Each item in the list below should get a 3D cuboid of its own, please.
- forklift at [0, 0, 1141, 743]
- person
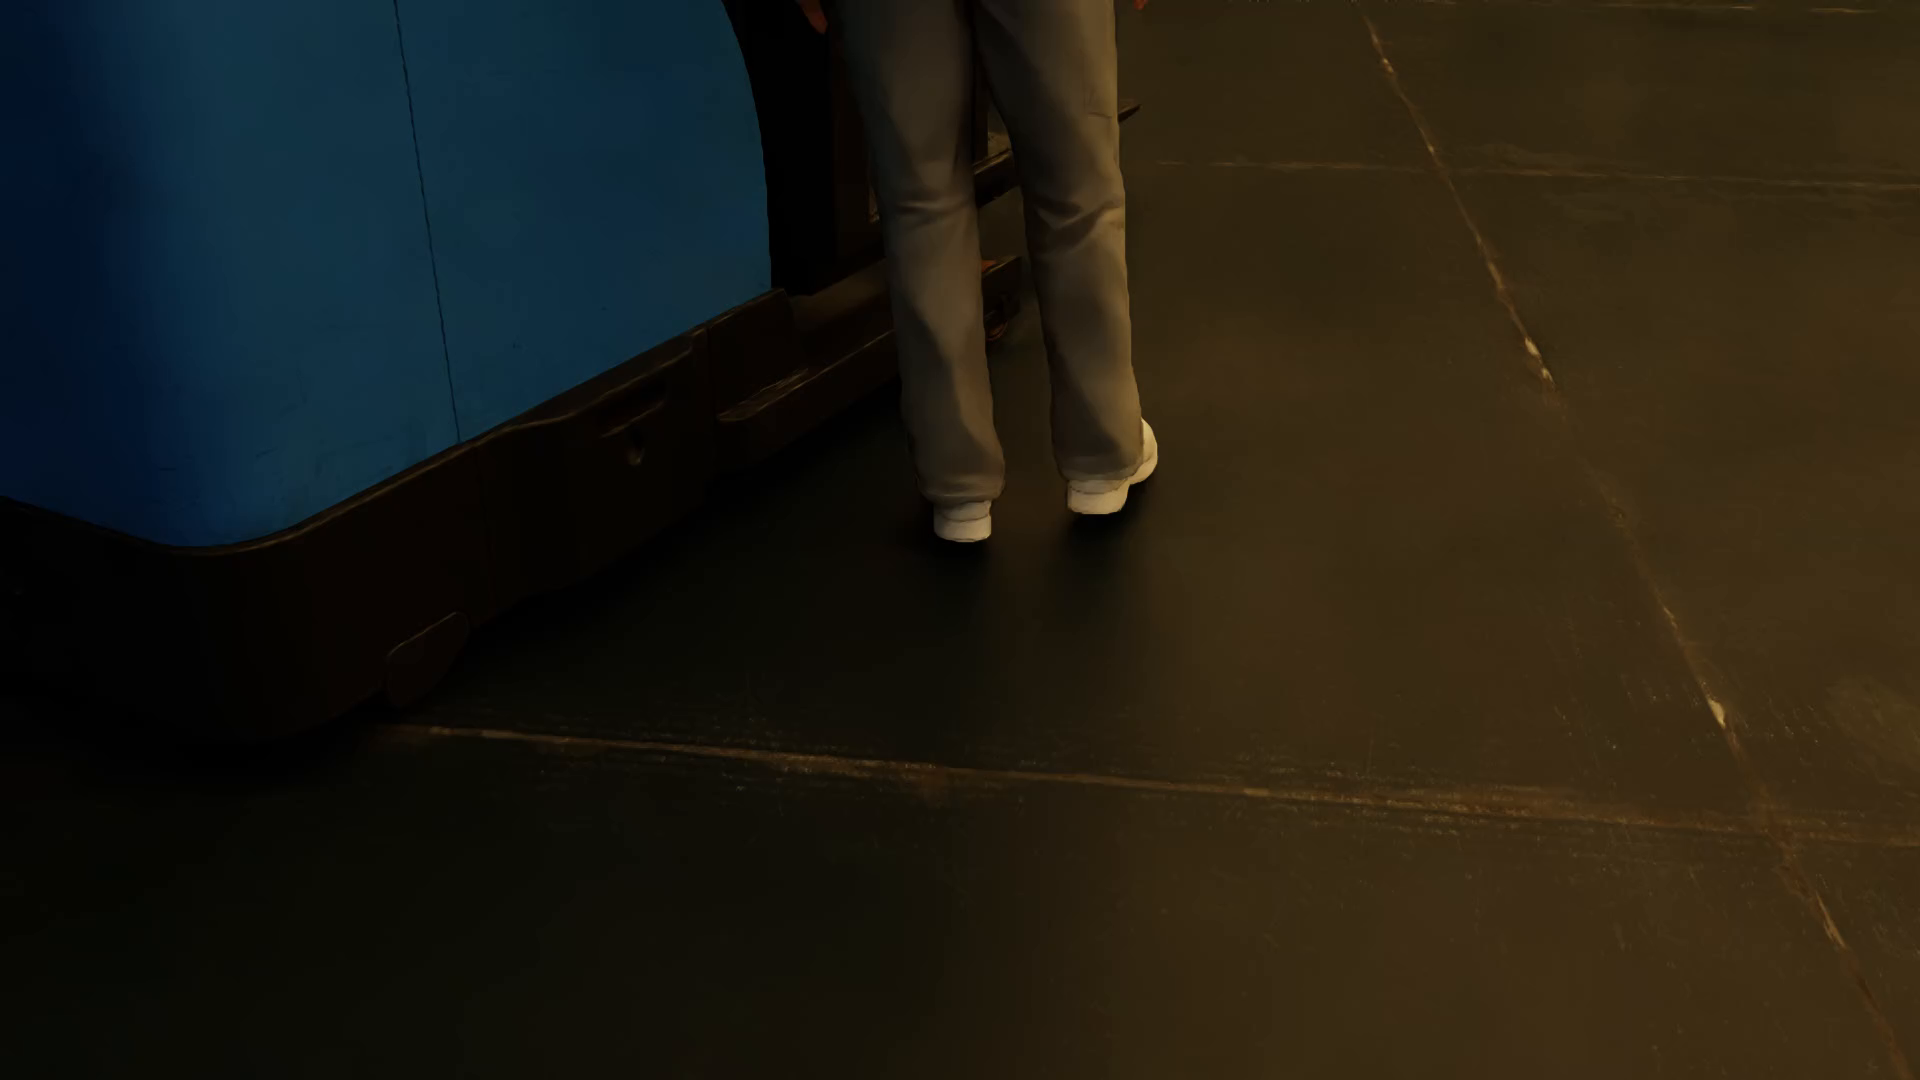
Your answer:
[{"bbox_3d":[-0.534,-1.708,2.640,1.130,2.935,3.031,13,29,24],"label":"forklift"},{"bbox_3d":[0.023,-0.799,2.182,0.549,1.673,0.545,3,27,7],"label":"person"}]
